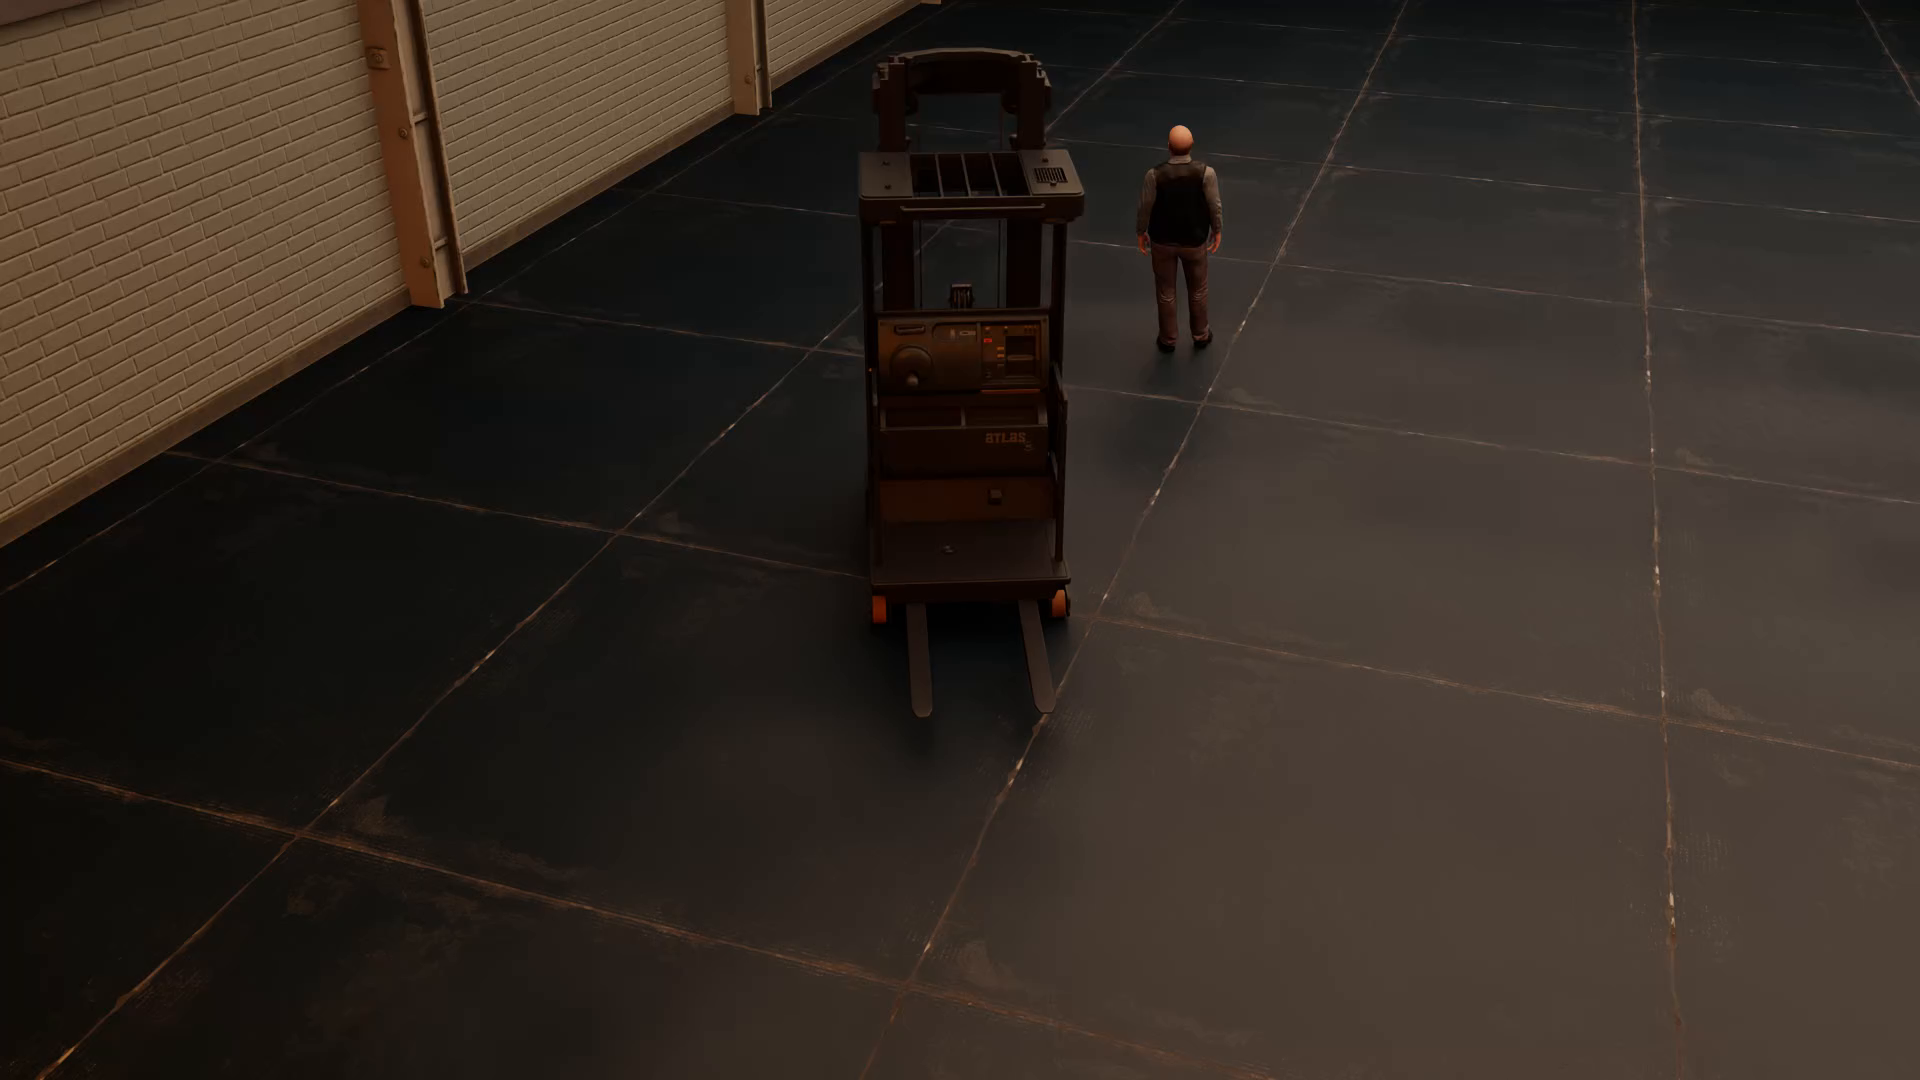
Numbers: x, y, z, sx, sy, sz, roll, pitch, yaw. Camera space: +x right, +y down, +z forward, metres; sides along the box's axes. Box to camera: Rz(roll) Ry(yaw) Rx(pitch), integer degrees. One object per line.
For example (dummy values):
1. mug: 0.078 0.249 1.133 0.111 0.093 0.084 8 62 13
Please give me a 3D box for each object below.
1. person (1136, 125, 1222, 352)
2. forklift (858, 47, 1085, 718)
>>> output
1. person: 1.613 -2.226 12.249 0.633 1.722 0.566 3 30 6
2. forklift: 0.035 -0.972 8.842 1.130 2.935 3.031 -2 30 -3
